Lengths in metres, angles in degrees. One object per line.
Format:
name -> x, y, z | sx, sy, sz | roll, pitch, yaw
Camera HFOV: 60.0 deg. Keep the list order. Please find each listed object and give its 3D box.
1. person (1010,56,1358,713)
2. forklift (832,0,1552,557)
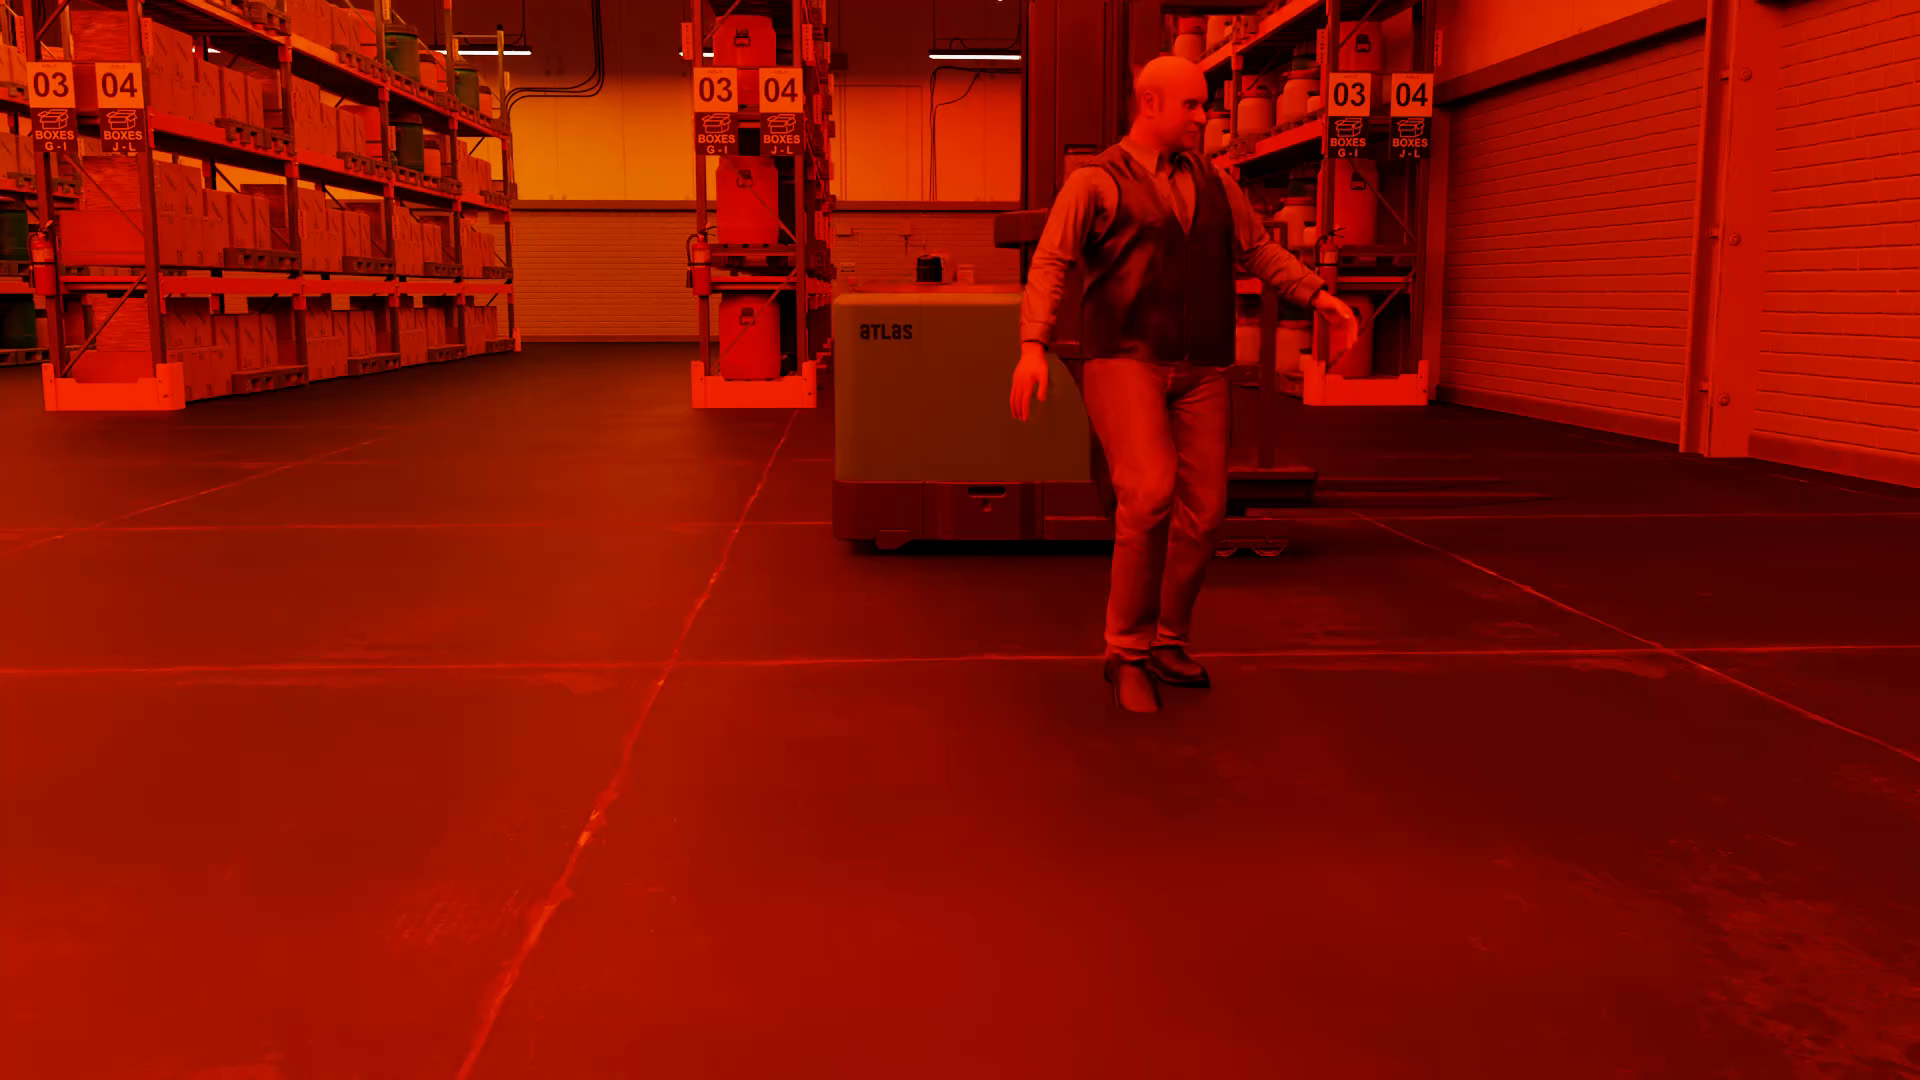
person -> 0.567, -0.410, 4.470 | 0.927, 1.748, 0.519 | -3, 9, -21
forklift -> 0.984, -1.458, 7.148 | 3.031, 2.935, 1.130 | 0, 8, 0
